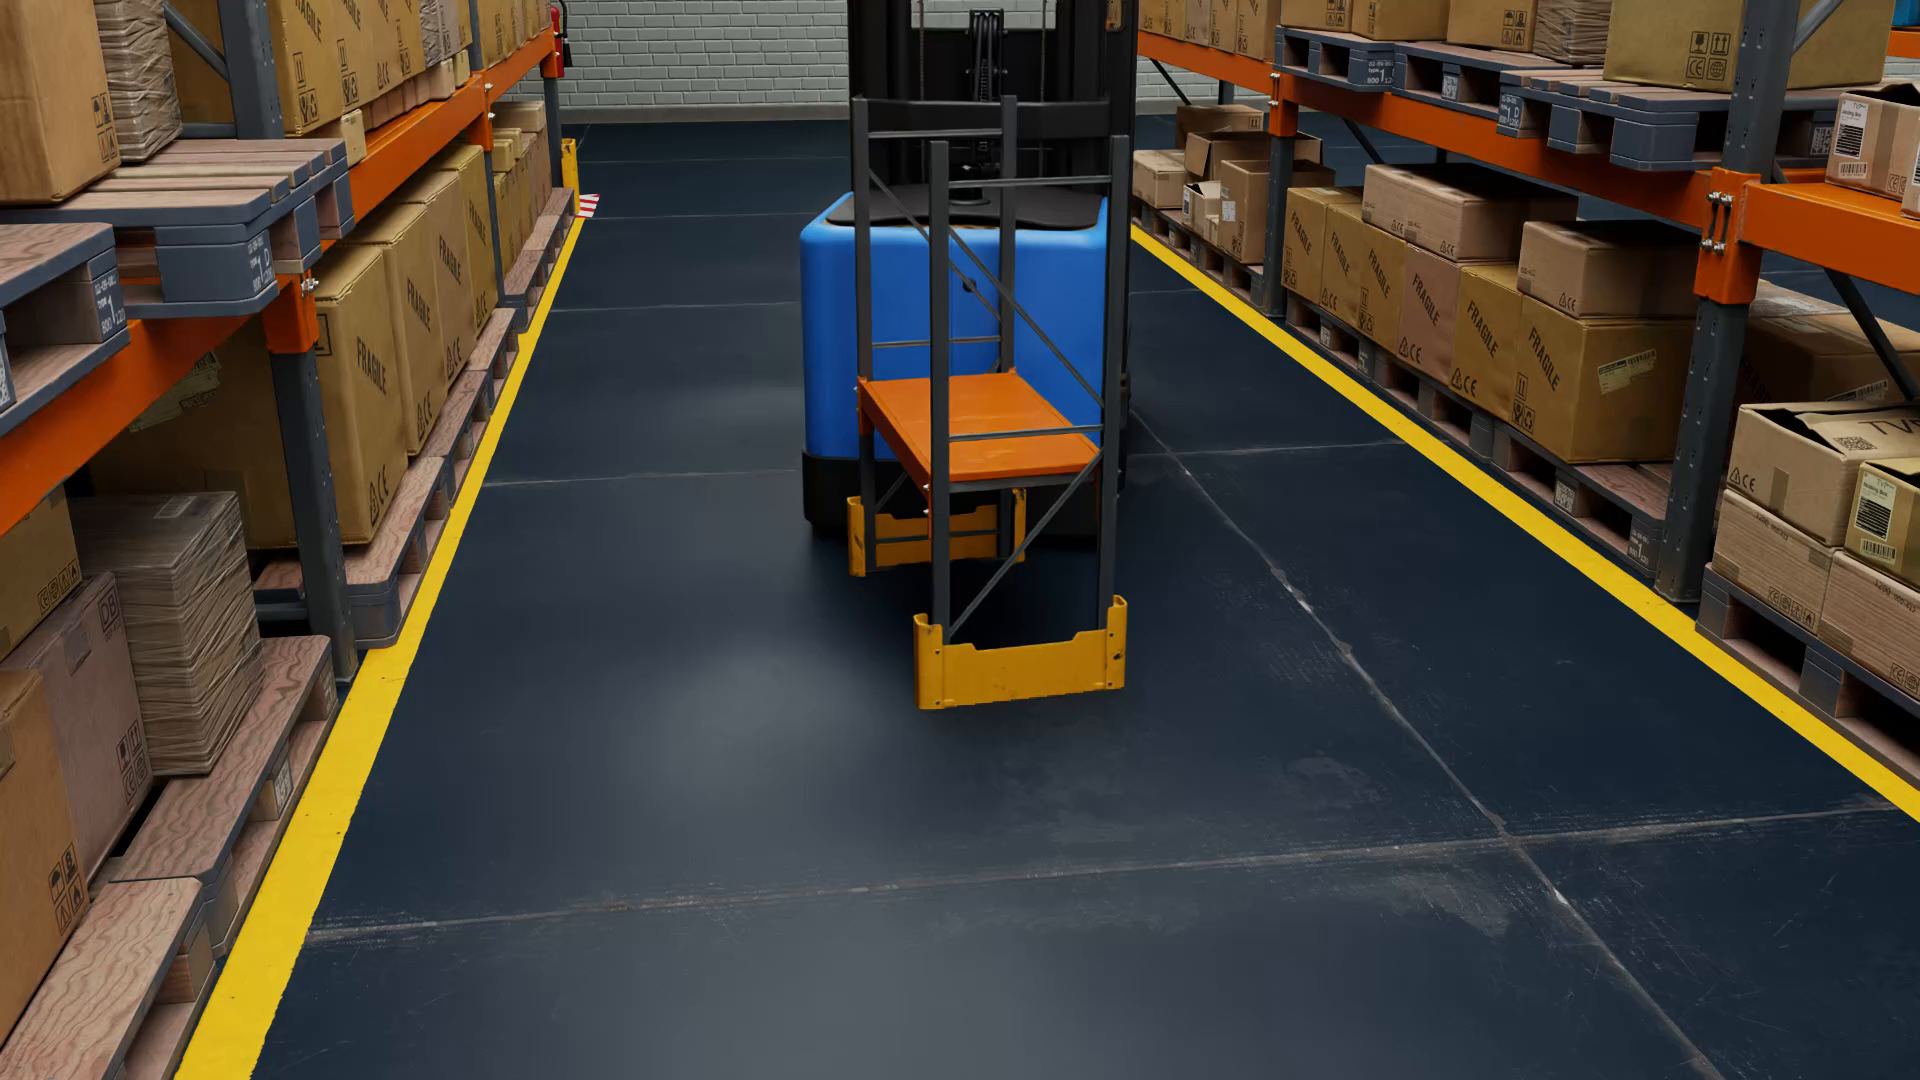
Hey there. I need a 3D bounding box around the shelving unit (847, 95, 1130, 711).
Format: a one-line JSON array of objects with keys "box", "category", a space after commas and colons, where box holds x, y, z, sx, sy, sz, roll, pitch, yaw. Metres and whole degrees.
[{"box": [0.046, -0.448, 4.773, 0.587, 1.500, 1.083, -5, 21, -13], "category": "shelving unit"}]

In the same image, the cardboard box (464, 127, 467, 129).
[{"box": [-3.184, -2.451, 10.038, 0.380, 0.149, 0.250, -3, 21, -7], "category": "cardboard box"}]

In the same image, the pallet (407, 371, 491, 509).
[{"box": [-2.411, -0.387, 6.450, 1.003, 0.211, 1.213, -3, 21, -8], "category": "pallet"}]

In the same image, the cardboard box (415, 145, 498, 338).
[{"box": [-2.553, -1.351, 7.519, 0.750, 0.750, 0.750, -3, 21, -7], "category": "cardboard box"}]

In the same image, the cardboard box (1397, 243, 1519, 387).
[{"box": [2.179, -0.954, 6.926, 0.500, 0.500, 0.500, -4, 21, -10], "category": "cardboard box"}]

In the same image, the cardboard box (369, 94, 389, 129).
[{"box": [-2.249, -1.543, 5.890, 0.380, 0.149, 0.250, -3, 21, -7], "category": "cardboard box"}]

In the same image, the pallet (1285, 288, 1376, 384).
[{"box": [2.280, -1.045, 8.212, 1.003, 0.211, 1.213, -3, 21, -8], "category": "pallet"}]

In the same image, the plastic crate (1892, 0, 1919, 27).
[{"box": [6.394, -3.552, 11.093, 0.416, 0.233, 0.300, -3, 21, -8], "category": "plastic crate"}]

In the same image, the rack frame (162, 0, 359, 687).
[{"box": [-2.199, -0.995, 4.093, 1.000, 3.000, 0.127, -3, 21, -8], "category": "rack frame"}]

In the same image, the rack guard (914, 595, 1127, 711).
[{"box": [0.166, 0.306, 4.539, 0.587, 0.250, 0.087, -5, 21, -13], "category": "rack guard"}]

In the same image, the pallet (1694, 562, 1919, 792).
[{"box": [2.782, 0.347, 4.485, 1.003, 0.211, 1.213, -3, 21, -8], "category": "pallet"}]

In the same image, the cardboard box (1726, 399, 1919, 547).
[{"box": [2.487, -0.221, 4.550, 0.500, 0.311, 0.500, -2, 21, -6], "category": "cardboard box"}]

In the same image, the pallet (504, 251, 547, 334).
[{"box": [-2.808, -1.341, 9.004, 1.003, 0.211, 1.213, -3, 21, -8], "category": "pallet"}]

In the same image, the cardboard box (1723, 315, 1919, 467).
[{"box": [2.919, -0.453, 5.586, 0.500, 0.500, 0.500, -2, 21, -5], "category": "cardboard box"}]

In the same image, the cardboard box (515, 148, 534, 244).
[{"box": [-2.923, -2.022, 9.814, 0.700, 0.500, 0.500, -2, 21, -6], "category": "cardboard box"}]

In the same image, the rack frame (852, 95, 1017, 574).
[{"box": [-0.075, -0.618, 5.227, 0.500, 1.500, 0.032, -5, 21, -13], "category": "rack frame"}]

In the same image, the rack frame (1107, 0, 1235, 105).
[{"box": [1.549, -4.016, 12.181, 1.000, 3.000, 0.127, -3, 21, -8], "category": "rack frame"}]

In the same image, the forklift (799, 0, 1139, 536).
[{"box": [0.153, -1.863, 6.514, 1.130, 2.935, 3.031, 2, 21, 6], "category": "forklift"}]

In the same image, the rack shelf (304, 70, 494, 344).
[{"box": [-2.488, -1.350, 6.073, 1.077, 0.370, 4.000, -3, 21, -8], "category": "rack shelf"}]

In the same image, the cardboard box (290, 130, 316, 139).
[{"box": [-2.045, -1.100, 4.705, 0.380, 0.149, 0.250, -3, 21, -7], "category": "cardboard box"}]

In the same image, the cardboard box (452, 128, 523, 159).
[{"box": [-2.726, -2.282, 9.584, 0.380, 0.149, 0.250, -4, 21, -9], "category": "cardboard box"}]

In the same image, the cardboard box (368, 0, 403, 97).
[{"box": [-2.153, -1.725, 5.452, 0.500, 0.500, 0.500, -3, 21, -8], "category": "cardboard box"}]

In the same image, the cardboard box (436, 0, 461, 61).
[{"box": [-2.377, -2.252, 6.862, 0.500, 0.500, 0.500, -3, 21, -7], "category": "cardboard box"}]

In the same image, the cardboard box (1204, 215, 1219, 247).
[{"box": [1.649, -1.811, 9.725, 0.380, 0.149, 0.250, -3, 21, -8], "category": "cardboard box"}]

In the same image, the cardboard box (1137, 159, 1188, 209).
[{"box": [1.491, -2.385, 11.116, 0.500, 0.250, 0.500, -3, 21, -8], "category": "cardboard box"}]

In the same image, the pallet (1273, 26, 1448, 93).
[{"box": [2.133, -2.259, 7.751, 1.003, 0.211, 1.213, -3, 21, -8], "category": "pallet"}]

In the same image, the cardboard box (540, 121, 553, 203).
[{"box": [-3.153, -2.553, 11.237, 0.700, 0.500, 0.500, -3, 21, -8], "category": "cardboard box"}]

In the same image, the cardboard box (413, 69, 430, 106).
[{"box": [-2.329, -1.814, 6.617, 0.380, 0.149, 0.250, -3, 21, -8], "category": "cardboard box"}]

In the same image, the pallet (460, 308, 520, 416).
[{"box": [-2.590, -0.810, 7.584, 1.003, 0.211, 1.213, -3, 21, -8], "category": "pallet"}]

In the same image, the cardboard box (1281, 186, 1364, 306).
[{"box": [1.954, -1.486, 8.352, 0.500, 0.500, 0.500, -4, 21, -10], "category": "cardboard box"}]

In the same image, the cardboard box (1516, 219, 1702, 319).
[{"box": [2.323, -0.964, 5.881, 0.500, 0.250, 0.500, -2, 21, -6], "category": "cardboard box"}]

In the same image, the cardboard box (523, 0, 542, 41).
[{"box": [-3.153, -3.478, 10.312, 0.980, 0.700, 0.700, -3, 21, -8], "category": "cardboard box"}]

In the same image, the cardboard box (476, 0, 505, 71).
[{"box": [-2.838, -2.709, 8.253, 0.980, 0.700, 0.700, -3, 21, -7], "category": "cardboard box"}]

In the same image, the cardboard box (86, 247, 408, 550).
[{"box": [-2.175, -0.446, 5.095, 0.750, 0.750, 0.750, -3, 21, -8], "category": "cardboard box"}]

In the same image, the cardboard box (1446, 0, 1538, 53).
[{"box": [2.441, -2.266, 6.753, 0.700, 0.500, 0.500, -8, 22, -21], "category": "cardboard box"}]

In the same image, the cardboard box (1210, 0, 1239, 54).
[{"box": [1.724, -3.016, 9.362, 0.500, 0.500, 0.500, -2, 21, -6], "category": "cardboard box"}]

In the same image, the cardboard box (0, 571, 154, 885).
[{"box": [-2.085, 0.401, 3.300, 0.700, 0.500, 0.500, -3, 21, -8], "category": "cardboard box"}]

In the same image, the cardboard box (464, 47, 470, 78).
[{"box": [-2.447, -2.169, 7.566, 0.380, 0.149, 0.250, -3, 21, -7], "category": "cardboard box"}]

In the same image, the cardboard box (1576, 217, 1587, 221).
[{"box": [2.615, -1.164, 7.491, 0.500, 0.500, 0.500, -3, 21, -7], "category": "cardboard box"}]

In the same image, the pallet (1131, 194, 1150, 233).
[{"box": [1.676, -2.407, 11.860, 1.003, 0.211, 1.213, -3, 21, -8], "category": "pallet"}]

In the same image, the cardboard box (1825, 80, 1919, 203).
[{"box": [2.711, -1.076, 4.438, 0.500, 0.311, 0.500, -2, 21, -4], "category": "cardboard box"}]

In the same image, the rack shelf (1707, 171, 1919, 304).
[{"box": [2.990, -0.217, 3.037, 1.077, 0.370, 4.000, -3, 21, -8], "category": "rack shelf"}]

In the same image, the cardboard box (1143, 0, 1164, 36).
[{"box": [1.501, -3.544, 10.774, 0.500, 0.500, 0.500, -3, 21, -8], "category": "cardboard box"}]
